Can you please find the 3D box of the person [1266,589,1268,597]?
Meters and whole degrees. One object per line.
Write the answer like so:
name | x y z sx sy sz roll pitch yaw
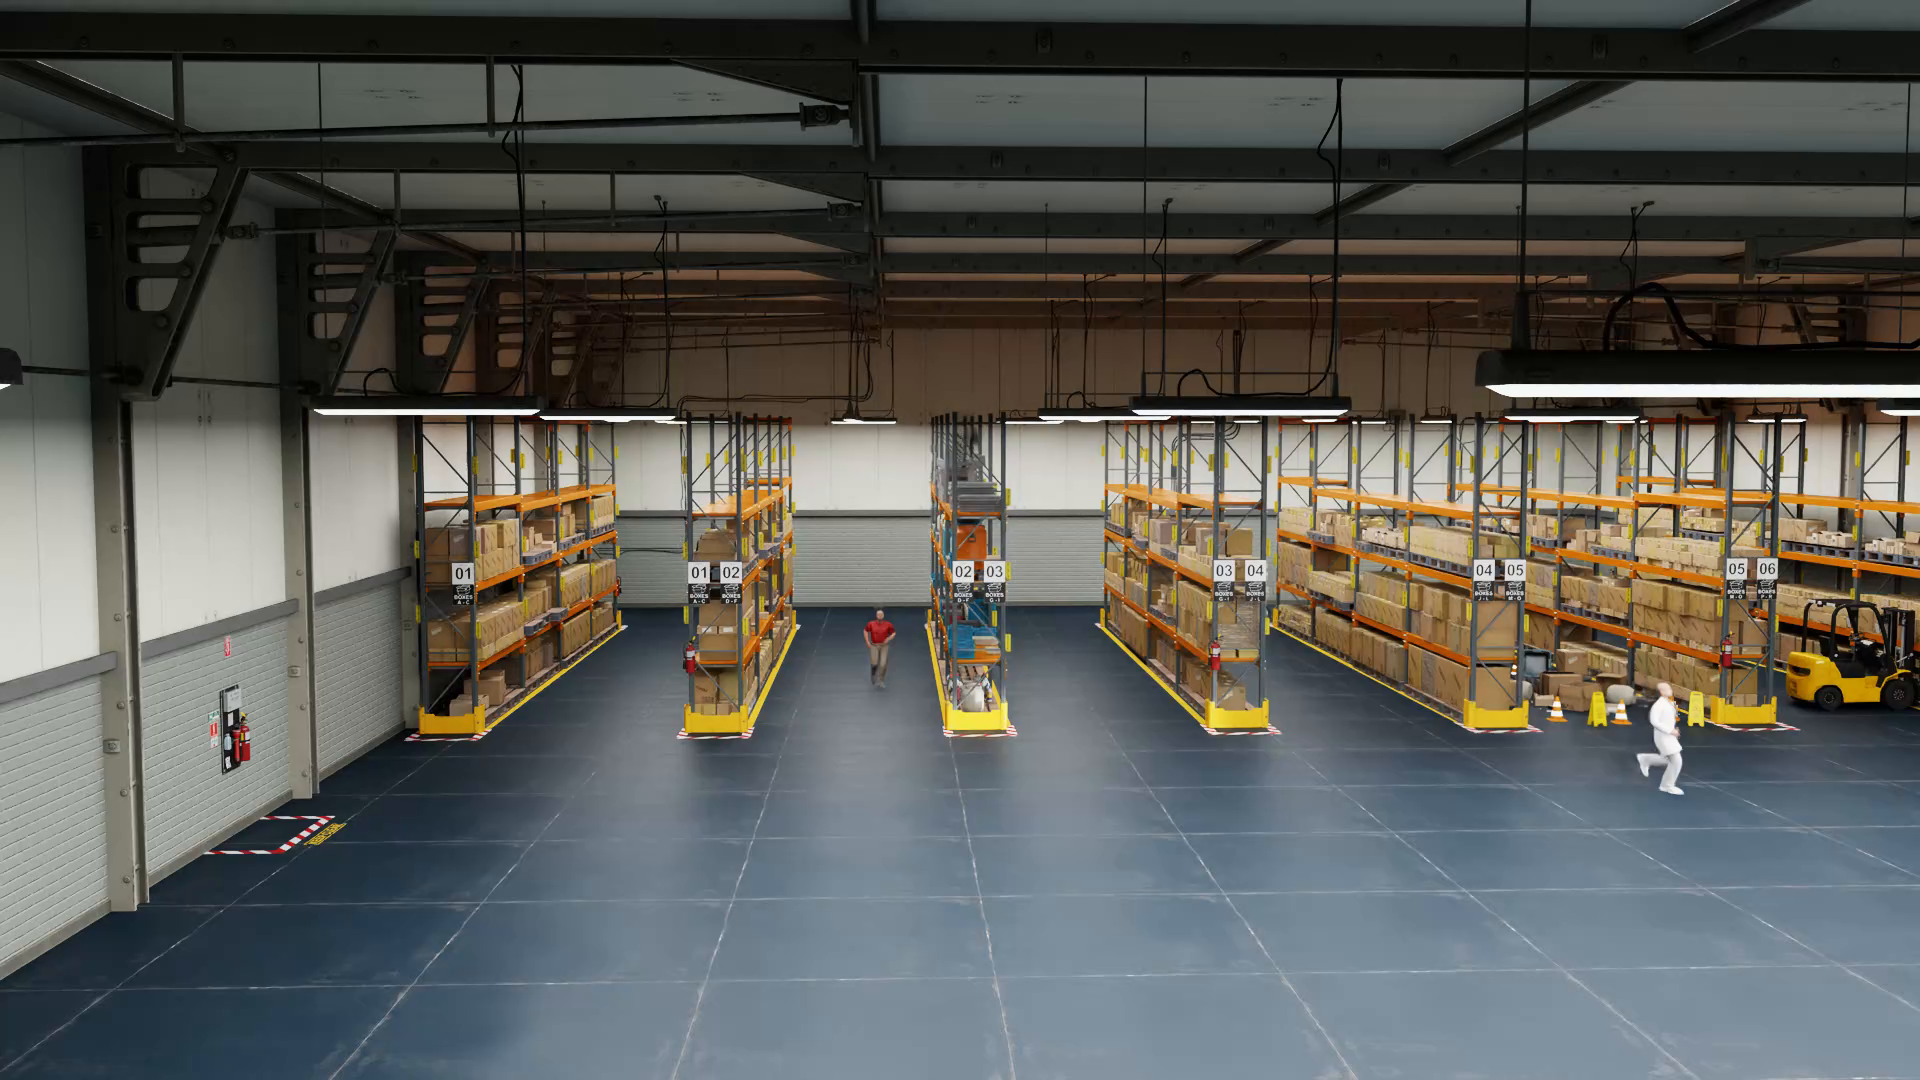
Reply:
person | 8.048 1.756 45.229 0.658 1.798 0.851 0 4 6

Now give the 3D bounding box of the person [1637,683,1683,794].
person | 11.010 3.096 26.118 0.716 1.724 0.729 2 5 32

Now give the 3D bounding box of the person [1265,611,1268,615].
person | 8.791 1.556 48.989 0.821 1.768 0.762 -1 4 -16

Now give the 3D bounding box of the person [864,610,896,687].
person | -1.759 2.389 36.523 0.710 1.697 0.563 0 4 -3
